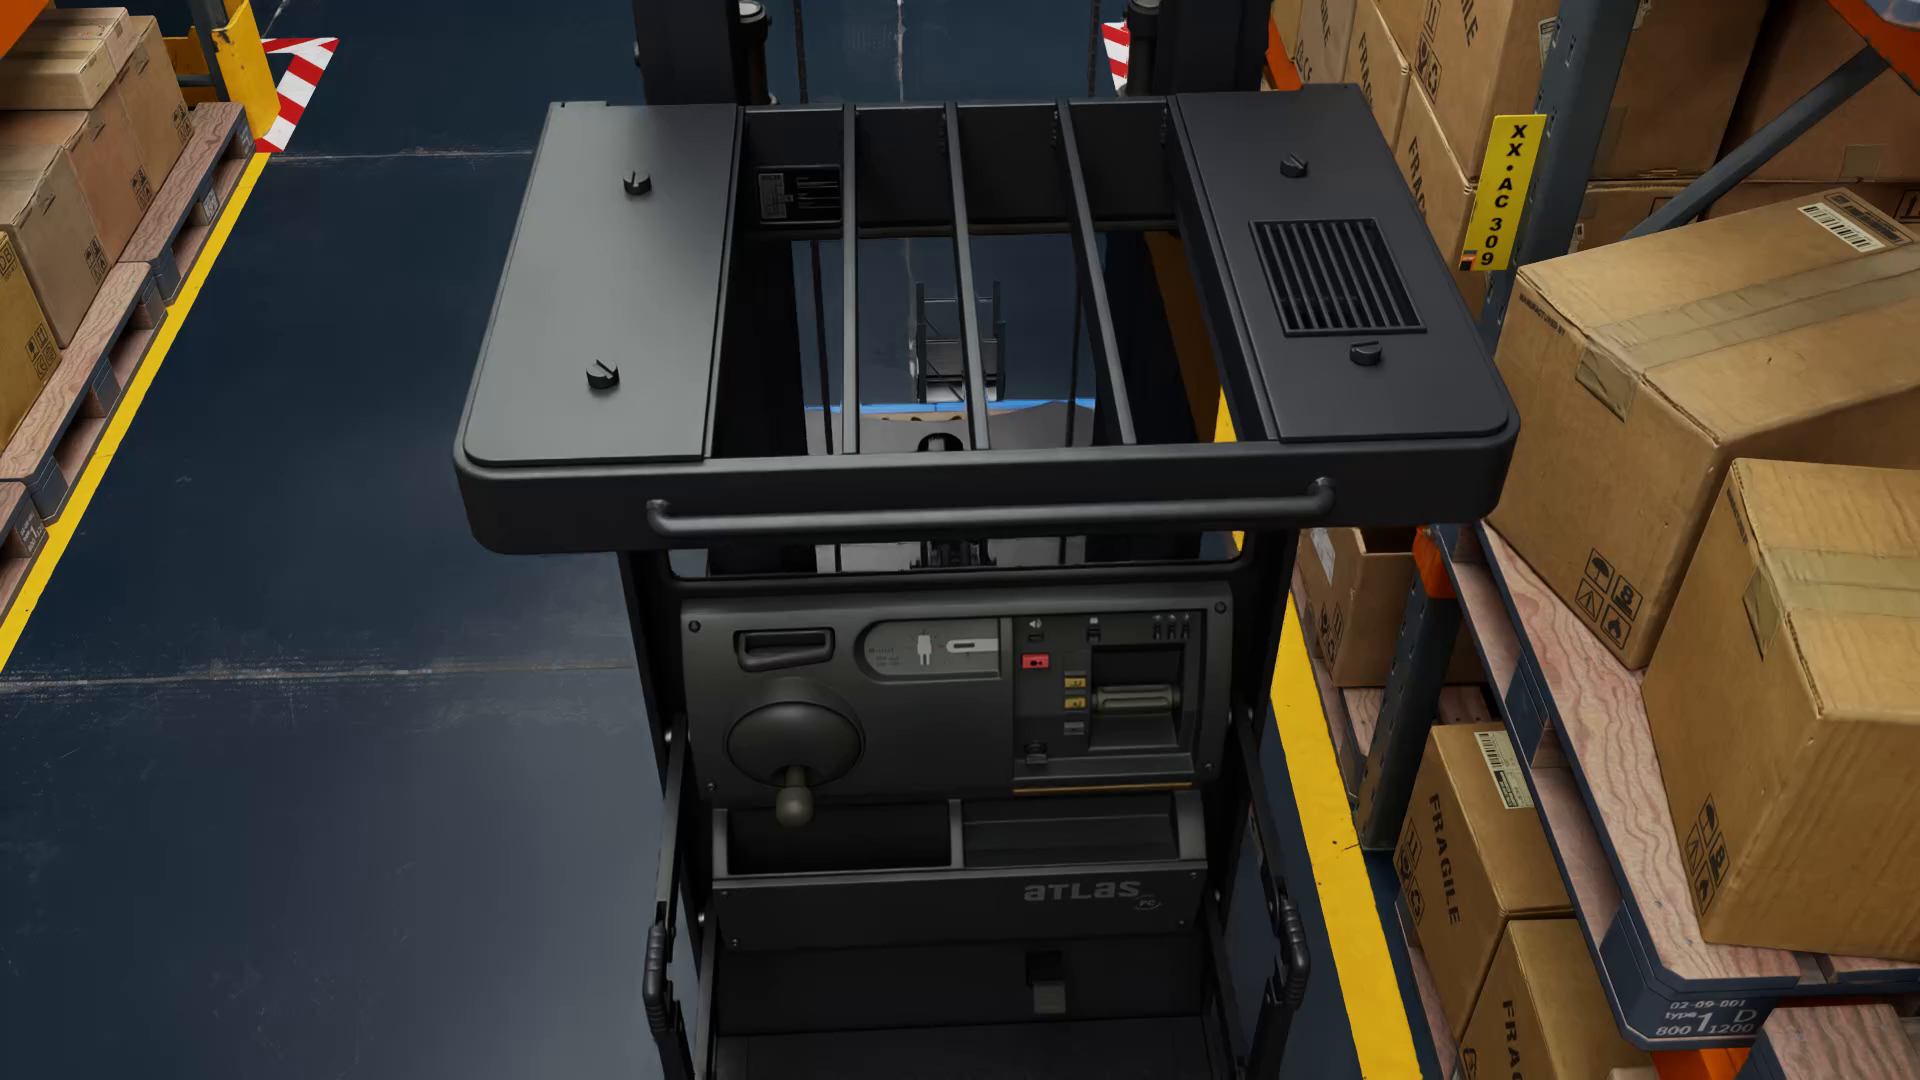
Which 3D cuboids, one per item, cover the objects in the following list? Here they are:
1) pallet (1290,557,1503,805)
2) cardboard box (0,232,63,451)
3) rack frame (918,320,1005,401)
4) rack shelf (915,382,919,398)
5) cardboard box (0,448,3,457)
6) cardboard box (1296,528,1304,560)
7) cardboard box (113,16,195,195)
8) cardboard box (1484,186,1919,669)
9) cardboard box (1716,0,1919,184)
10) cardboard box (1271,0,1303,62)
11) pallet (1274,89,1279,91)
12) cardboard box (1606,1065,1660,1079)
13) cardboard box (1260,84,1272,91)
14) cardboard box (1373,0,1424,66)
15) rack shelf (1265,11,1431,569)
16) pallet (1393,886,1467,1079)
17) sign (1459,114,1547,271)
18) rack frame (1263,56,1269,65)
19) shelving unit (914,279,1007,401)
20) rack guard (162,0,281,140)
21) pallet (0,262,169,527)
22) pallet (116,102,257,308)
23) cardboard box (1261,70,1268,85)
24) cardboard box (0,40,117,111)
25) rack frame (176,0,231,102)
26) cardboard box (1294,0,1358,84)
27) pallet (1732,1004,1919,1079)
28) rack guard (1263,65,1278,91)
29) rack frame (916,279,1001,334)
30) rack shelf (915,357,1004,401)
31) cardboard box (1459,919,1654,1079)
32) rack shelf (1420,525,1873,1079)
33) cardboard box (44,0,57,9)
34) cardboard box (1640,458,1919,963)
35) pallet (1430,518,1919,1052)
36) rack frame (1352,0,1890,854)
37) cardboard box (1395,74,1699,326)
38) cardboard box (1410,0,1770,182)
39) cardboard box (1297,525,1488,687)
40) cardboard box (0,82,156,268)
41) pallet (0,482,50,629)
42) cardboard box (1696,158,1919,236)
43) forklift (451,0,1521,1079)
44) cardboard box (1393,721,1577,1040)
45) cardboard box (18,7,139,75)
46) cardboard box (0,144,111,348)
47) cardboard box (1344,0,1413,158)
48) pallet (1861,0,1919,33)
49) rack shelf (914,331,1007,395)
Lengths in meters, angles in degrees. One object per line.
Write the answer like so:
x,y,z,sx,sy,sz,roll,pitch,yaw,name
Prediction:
1.522,0.223,4.851,1.003,0.211,1.213,-2,43,-2,pallet
-3.366,-0.624,5.250,0.700,0.500,0.500,-1,43,-1,cardboard box
0.004,-0.269,4.877,0.240,0.900,0.006,-2,43,-2,rack frame
0.000,-0.379,4.914,0.258,0.077,0.200,-2,43,-2,rack shelf
-3.347,-0.277,4.872,0.700,0.500,0.500,-2,43,-2,cardboard box
1.166,-0.081,4.903,0.380,0.149,0.250,-2,43,-2,cardboard box
-3.439,-1.661,6.381,0.700,0.500,0.500,-2,43,-2,cardboard box
1.347,-0.207,2.871,0.700,0.500,0.500,-15,45,-16,cardboard box
1.811,-1.073,3.387,0.500,0.500,0.500,-1,43,-1,cardboard box
1.201,-1.747,4.862,0.500,0.500,0.500,-1,43,-1,cardboard box
1.418,-1.425,6.648,1.003,0.211,1.213,-2,43,-2,pallet
1.369,1.150,2.745,0.500,0.250,0.500,-2,43,-2,cardboard box
1.065,-1.699,6.654,0.380,0.166,0.250,-2,43,-2,cardboard box
1.245,-1.427,3.773,0.500,0.500,0.500,-2,43,-3,cardboard box
1.465,-1.427,5.119,1.077,0.370,4.000,-2,43,-2,rack shelf
1.622,1.234,3.747,1.003,0.211,1.213,-2,43,-2,pallet
1.008,-0.640,3.088,0.100,0.325,0.005,-2,43,-2,sign
1.380,-3.042,6.349,1.000,3.000,0.127,-2,43,-2,rack frame
0.000,-0.337,4.952,0.258,0.900,0.210,-2,43,-2,shelving unit
-3.570,-1.992,7.053,1.175,0.500,0.348,-2,43,-2,rack guard
-3.408,-0.510,5.651,1.003,0.211,1.213,-2,43,-2,pallet
-3.457,-1.332,6.547,1.003,0.211,1.213,-2,43,-2,pallet
1.054,-1.861,6.844,0.380,0.149,0.250,-2,43,-2,cardboard box
-3.240,-1.646,5.885,0.380,0.149,0.250,-1,43,-1,cardboard box
-3.569,-2.897,6.191,1.000,3.000,0.127,-2,43,-2,rack frame
1.225,-1.403,4.487,0.500,0.500,0.500,-1,43,-1,cardboard box
1.633,1.117,1.954,1.003,0.211,1.213,-2,43,-2,pallet
1.383,-2.069,7.138,1.175,0.500,0.348,-2,43,-2,rack guard
-0.005,-0.406,5.027,0.240,0.900,0.006,-2,43,-2,rack frame
0.000,-0.445,4.853,0.258,0.077,0.200,-2,43,-2,rack shelf
1.361,1.111,3.342,0.500,0.500,0.500,-1,43,-1,cardboard box
1.635,1.274,2.173,1.077,0.370,4.000,-2,43,-2,rack shelf
-3.645,-1.979,6.248,0.380,0.149,0.250,-1,43,-2,cardboard box
1.439,0.255,2.367,0.700,0.500,0.500,5,43,5,cardboard box
1.475,0.272,2.876,1.003,0.211,1.213,-2,43,-2,pallet
1.550,-0.342,3.403,1.000,3.000,0.127,-2,43,-2,rack frame
1.272,-0.709,3.729,0.500,0.500,0.500,-1,43,-1,cardboard box
1.270,-1.081,3.396,0.500,0.500,0.500,-1,43,-2,cardboard box
1.242,0.041,4.510,0.500,0.500,0.500,-2,43,-2,cardboard box
-3.418,-1.323,6.013,0.700,0.500,0.500,-2,43,-2,cardboard box
-3.353,0.315,4.750,1.003,0.211,1.213,-2,43,-2,pallet
1.800,-0.731,3.753,0.500,0.500,0.500,-1,43,-1,cardboard box
0.012,0.366,2.682,1.130,2.935,3.031,-2,43,-2,forklift
1.327,0.751,3.735,0.500,0.500,0.500,-3,43,-4,cardboard box
-3.252,-1.819,6.073,0.380,0.149,0.250,-2,43,-2,cardboard box
-3.396,-0.984,5.642,0.700,0.500,0.500,-3,43,-3,cardboard box
1.249,-1.057,4.109,0.500,0.500,0.500,-1,43,-1,cardboard box
1.507,-0.936,1.970,1.213,0.211,1.003,-2,43,-2,pallet
0.000,-0.512,4.792,0.258,0.077,0.200,-2,43,-2,rack shelf
